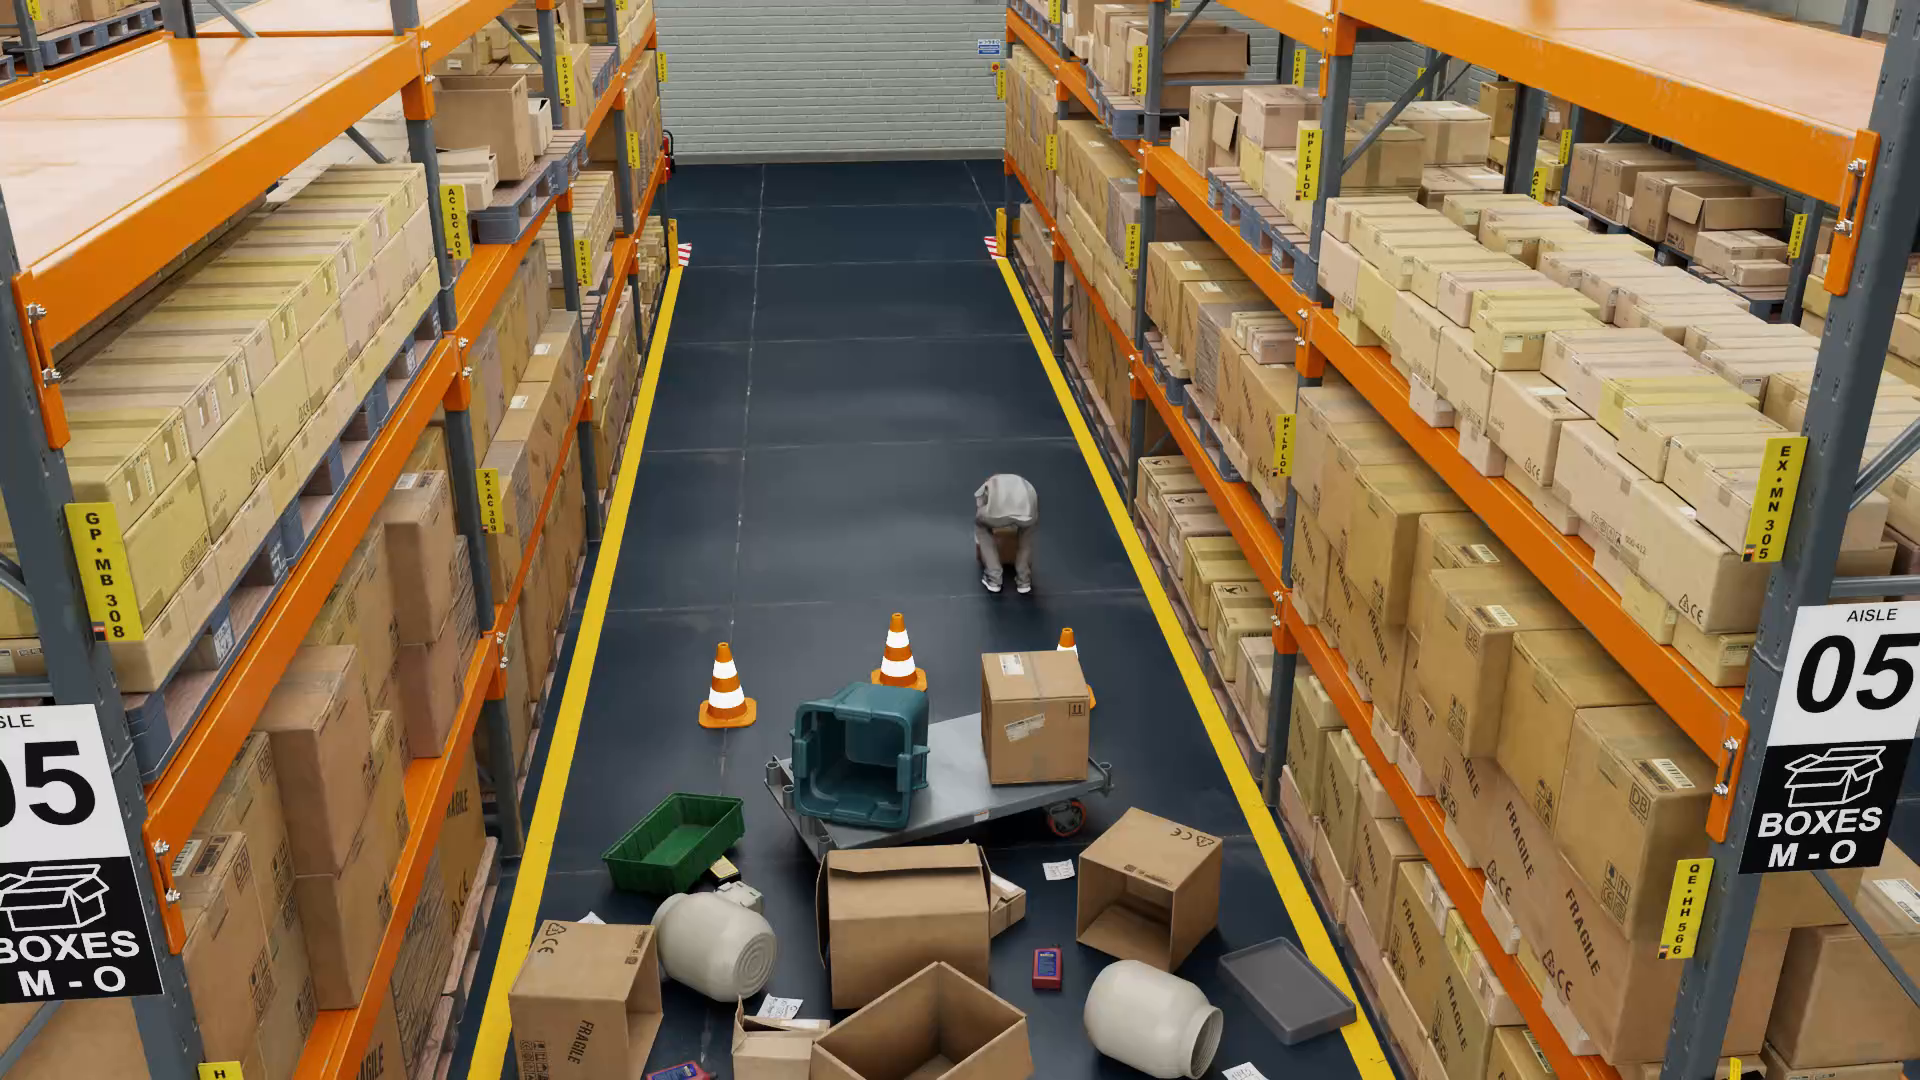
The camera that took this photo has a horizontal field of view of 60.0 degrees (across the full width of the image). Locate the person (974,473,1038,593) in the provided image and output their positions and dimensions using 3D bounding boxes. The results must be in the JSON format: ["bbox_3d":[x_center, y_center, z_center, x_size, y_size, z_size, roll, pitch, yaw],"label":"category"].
[{"bbox_3d":[0.307,-0.106,11.479,0.423,0.832,0.856,-3,24,-8],"label":"person"}]
